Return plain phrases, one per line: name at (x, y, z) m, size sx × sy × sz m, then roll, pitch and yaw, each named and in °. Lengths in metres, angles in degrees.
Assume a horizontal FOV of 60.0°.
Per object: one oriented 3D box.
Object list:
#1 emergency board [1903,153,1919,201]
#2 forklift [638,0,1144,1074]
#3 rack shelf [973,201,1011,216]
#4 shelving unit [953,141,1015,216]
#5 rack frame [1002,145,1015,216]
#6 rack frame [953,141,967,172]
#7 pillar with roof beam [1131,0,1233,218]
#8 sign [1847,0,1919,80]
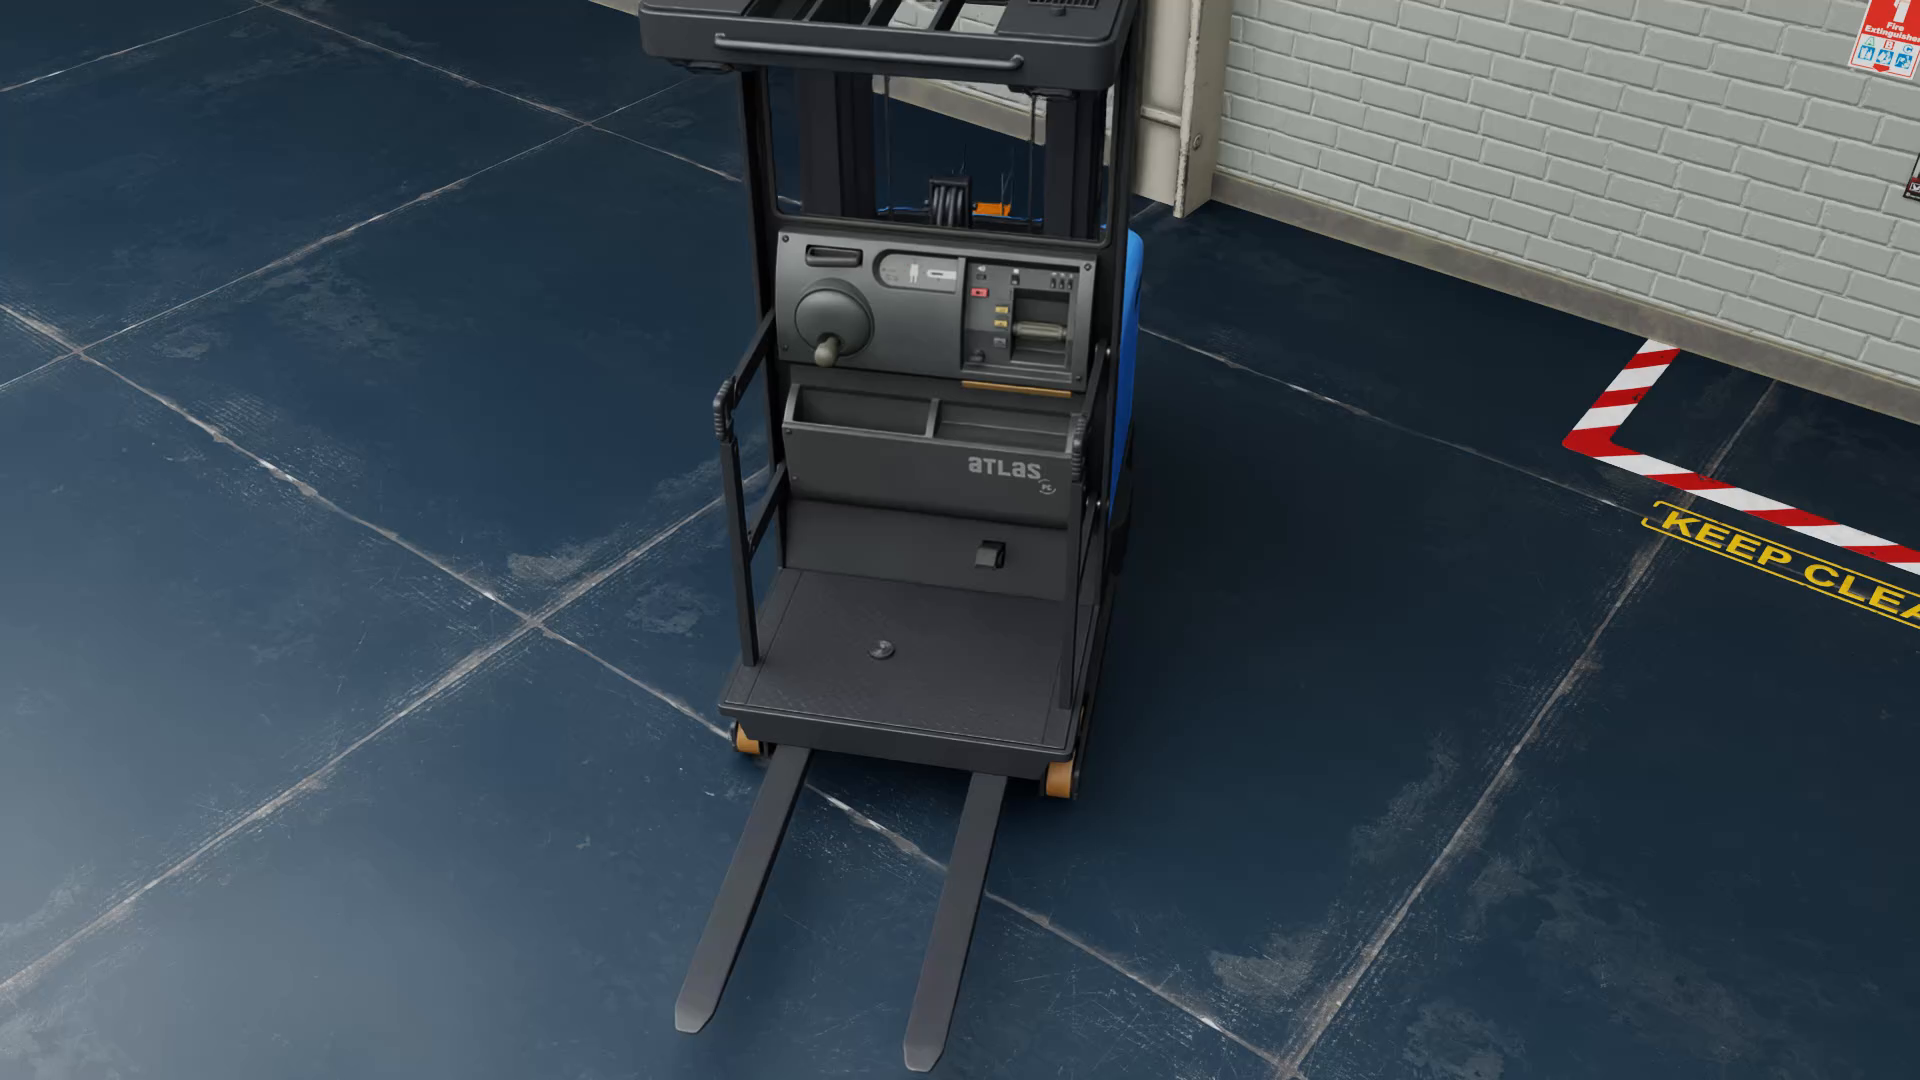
emergency board at (3.875, -1.645, 5.917) m, size 0.626 × 1.169 × 0.157 m, roll 25°, pitch 45°, yaw 29°
forklift at (-0.116, -0.594, 4.632) m, size 1.130 × 2.935 × 3.031 m, roll 7°, pitch 39°, yaw 9°
rack shelf at (0.089, -1.182, 6.274) m, size 0.180 × 0.103 × 0.258 m, roll 7°, pitch 38°, yaw 9°
shelving unit at (0.089, -0.933, 6.468) m, size 0.189 × 1.200 × 0.258 m, roll 7°, pitch 38°, yaw 9°
rack frame at (0.179, -0.923, 6.454) m, size 0.006 × 1.200 × 0.240 m, roll 7°, pitch 38°, yaw 9°
rack frame at (-0.001, -0.944, 6.482) m, size 0.006 × 1.200 × 0.240 m, roll 7°, pitch 38°, yaw 9°
pillar with roof beam at (-1.571, -3.189, 3.024) m, size 0.400 × 9.000 × 9.100 m, roll 25°, pitch 45°, yaw 29°
sign at (3.494, -1.904, 6.220) m, size 0.234 × 0.329 × 0.001 m, roll 25°, pitch 45°, yaw 29°
